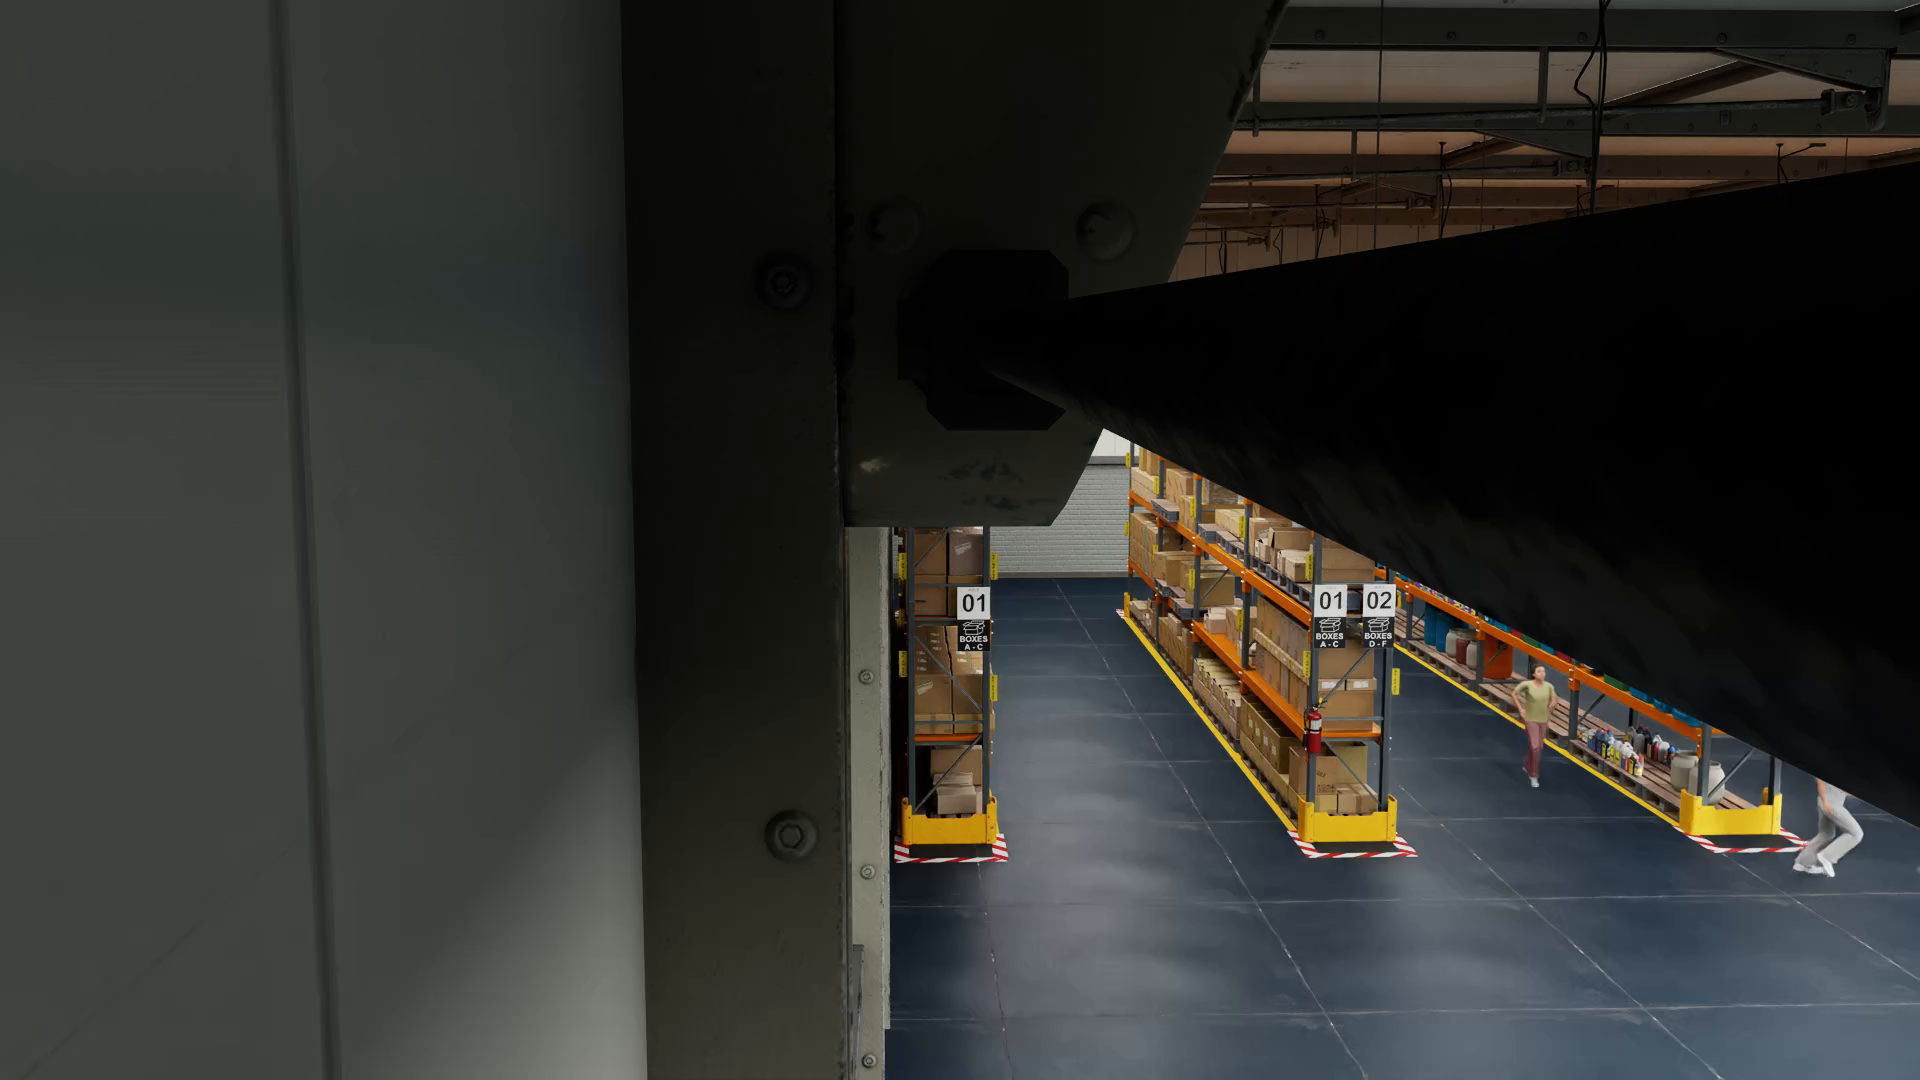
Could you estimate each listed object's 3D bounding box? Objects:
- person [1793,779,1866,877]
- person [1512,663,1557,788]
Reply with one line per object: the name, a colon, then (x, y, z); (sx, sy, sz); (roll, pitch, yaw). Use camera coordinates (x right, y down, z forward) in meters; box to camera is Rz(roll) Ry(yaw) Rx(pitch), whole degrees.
person: (10.042, 3.071, 19.147); (0.719, 1.602, 0.493); (3, 8, 22)
person: (8.011, 2.555, 23.160); (0.572, 1.724, 0.652); (-1, 7, -6)
